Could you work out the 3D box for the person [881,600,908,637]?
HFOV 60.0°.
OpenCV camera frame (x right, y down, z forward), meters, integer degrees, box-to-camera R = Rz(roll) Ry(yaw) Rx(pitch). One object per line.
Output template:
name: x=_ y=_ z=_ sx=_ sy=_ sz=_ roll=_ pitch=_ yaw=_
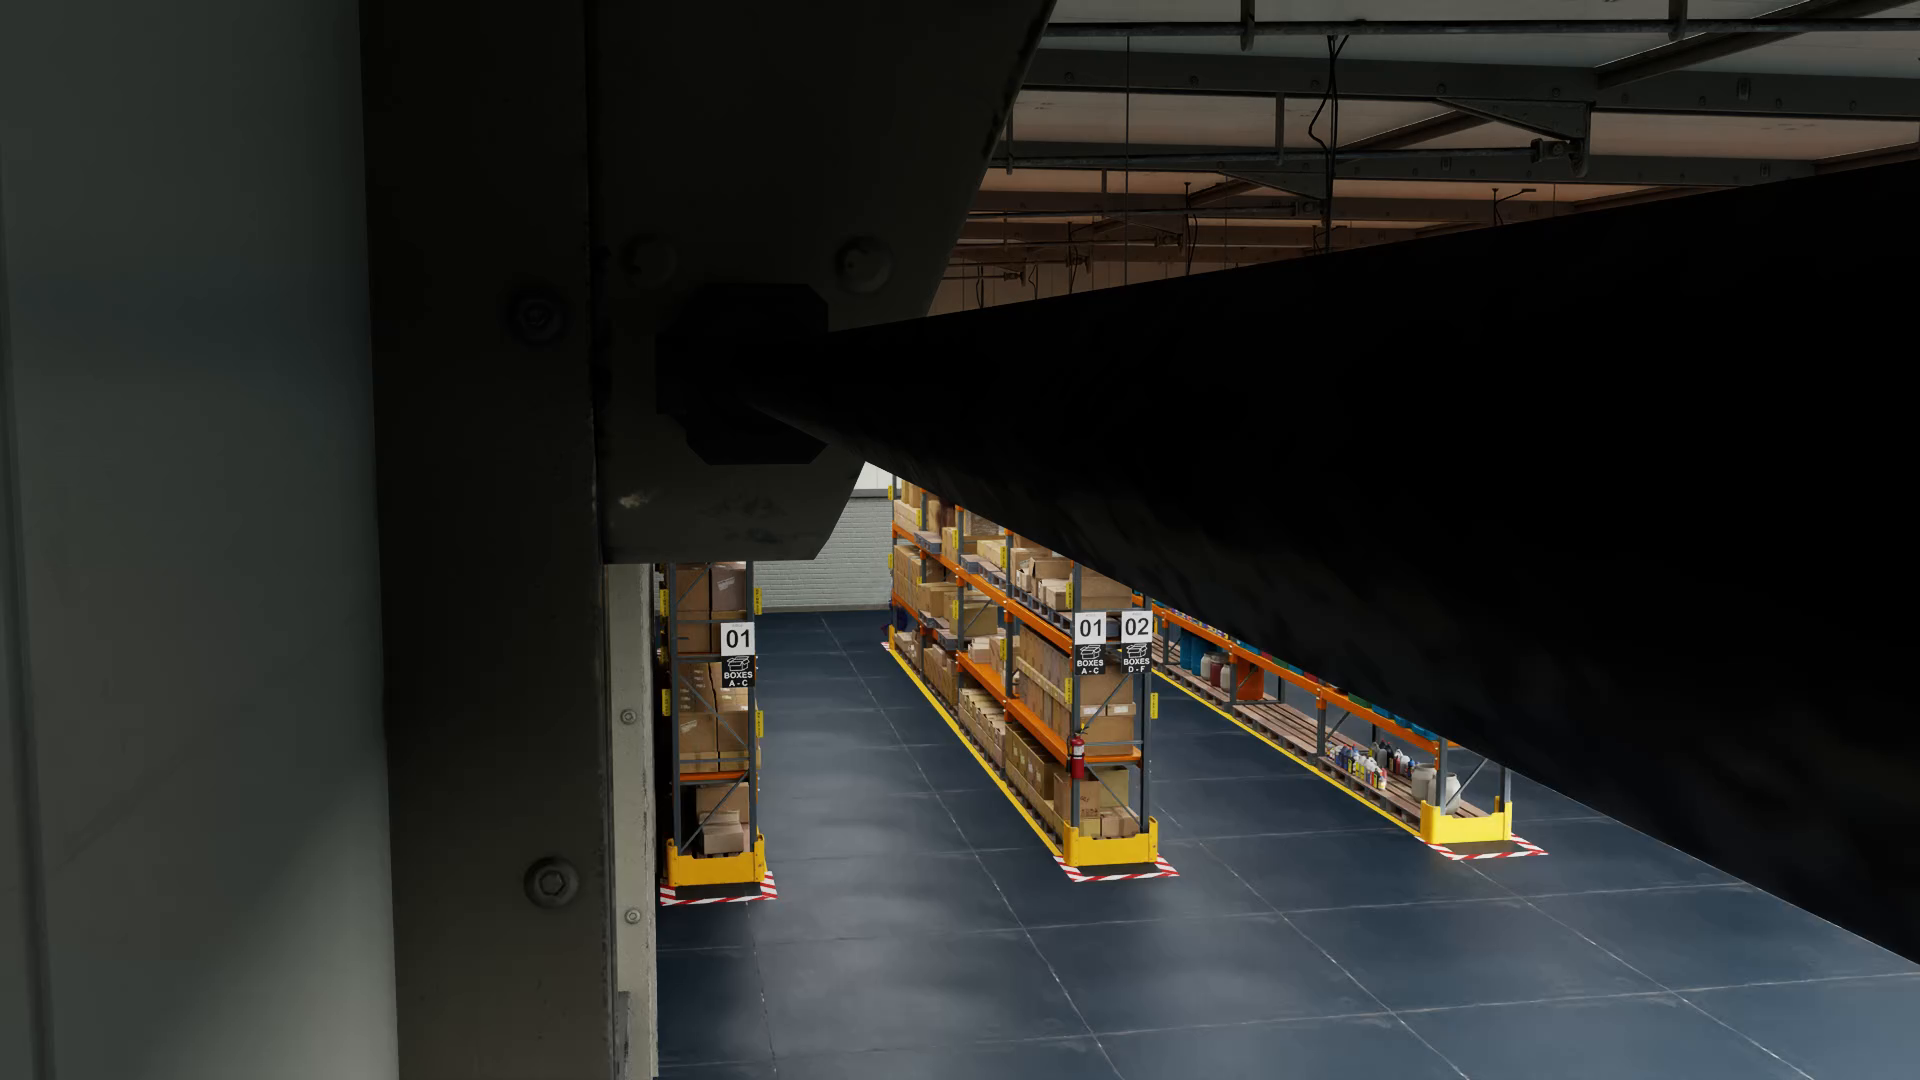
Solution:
person: x=-1.418 y=1.483 z=37.569 sx=0.708 sy=1.578 sz=0.575 roll=-1 pitch=6 yaw=-7
